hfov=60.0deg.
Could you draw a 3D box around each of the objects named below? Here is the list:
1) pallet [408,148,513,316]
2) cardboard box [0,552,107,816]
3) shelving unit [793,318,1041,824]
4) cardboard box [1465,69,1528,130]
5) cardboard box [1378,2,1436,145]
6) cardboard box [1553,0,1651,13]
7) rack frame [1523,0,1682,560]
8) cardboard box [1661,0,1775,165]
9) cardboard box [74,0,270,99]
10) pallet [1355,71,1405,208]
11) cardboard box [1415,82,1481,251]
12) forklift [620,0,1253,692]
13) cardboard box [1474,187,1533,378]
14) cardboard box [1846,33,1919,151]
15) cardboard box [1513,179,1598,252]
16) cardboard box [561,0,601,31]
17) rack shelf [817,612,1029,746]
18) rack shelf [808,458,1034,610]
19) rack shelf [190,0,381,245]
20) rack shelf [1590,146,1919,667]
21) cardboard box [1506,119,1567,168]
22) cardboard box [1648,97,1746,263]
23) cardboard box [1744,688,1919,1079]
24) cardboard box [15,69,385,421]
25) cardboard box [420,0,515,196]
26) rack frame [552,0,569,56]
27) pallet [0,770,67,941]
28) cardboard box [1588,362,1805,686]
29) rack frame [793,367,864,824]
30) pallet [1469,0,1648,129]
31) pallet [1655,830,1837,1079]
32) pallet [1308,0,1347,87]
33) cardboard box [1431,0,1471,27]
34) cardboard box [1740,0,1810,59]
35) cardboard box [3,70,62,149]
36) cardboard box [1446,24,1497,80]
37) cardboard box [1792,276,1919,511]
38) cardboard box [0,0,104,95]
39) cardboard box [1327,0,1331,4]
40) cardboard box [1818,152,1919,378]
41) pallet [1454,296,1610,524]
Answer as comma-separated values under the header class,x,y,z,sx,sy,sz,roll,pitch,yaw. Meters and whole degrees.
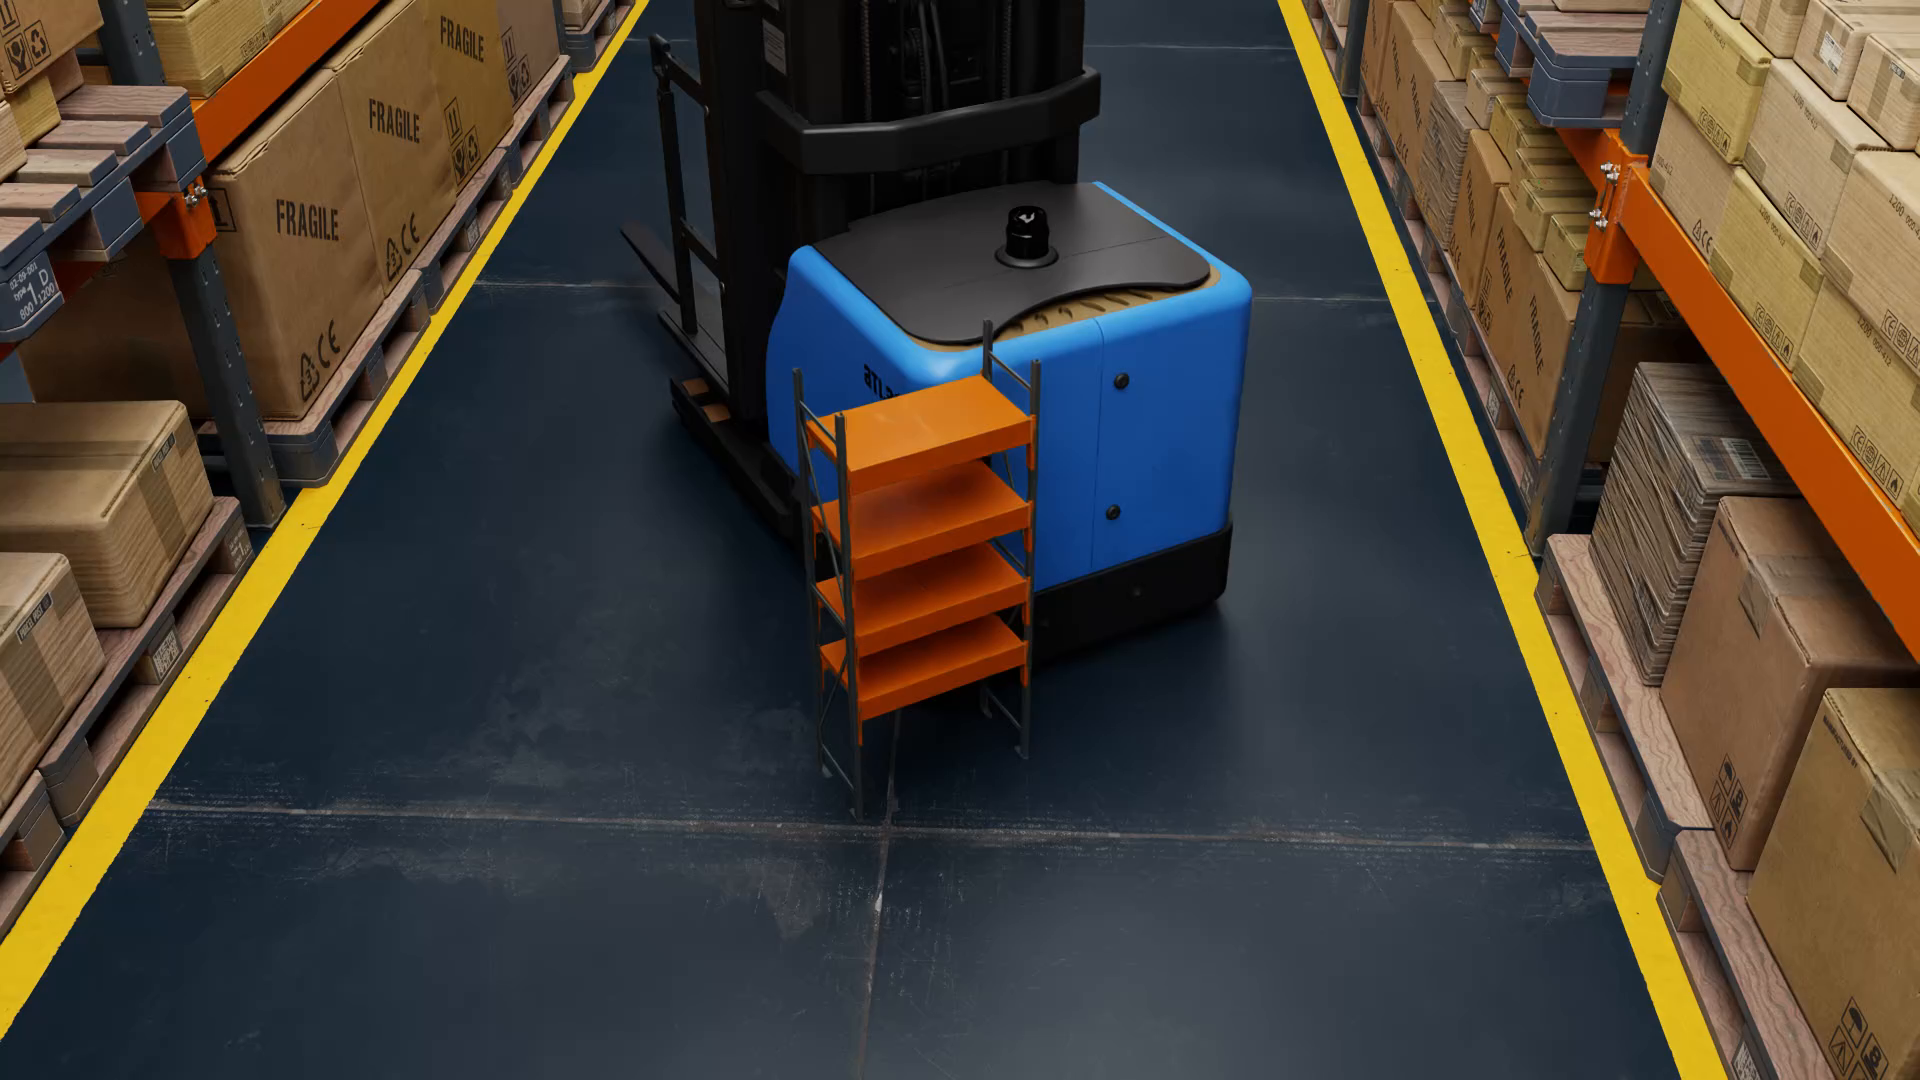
class,x,y,z,sx,sy,sz,roll,pitch,yaw
pallet,-2.523,-1.312,6.933,1.003,0.211,1.213,1,35,2
cardboard box,-2.736,0.349,4.064,0.950,0.372,0.625,1,35,1
shelving unit,-0.095,0.100,4.064,0.503,1.200,0.258,-18,39,-23
cardboard box,2.126,-1.655,6.241,0.380,0.149,0.250,0,35,0
cardboard box,2.183,-2.058,7.379,0.500,0.500,0.500,1,35,1
cardboard box,1.921,-1.645,4.836,0.380,0.149,0.250,2,35,3
rack frame,2.278,-1.190,4.335,1.000,3.000,0.127,1,35,2
cardboard box,1.992,-1.085,3.880,0.500,0.250,0.500,1,35,2
cardboard box,-2.410,-1.517,4.930,0.500,0.250,0.500,1,35,1
pallet,2.444,-1.879,7.740,1.003,0.211,1.213,1,35,2
cardboard box,2.132,-1.474,6.547,0.500,0.500,0.500,0,35,0
forklift,-0.352,-1.612,4.994,1.130,2.935,3.031,-17,39,-23
cardboard box,2.111,-0.874,5.694,0.500,0.500,0.500,1,35,1
cardboard box,1.979,-0.868,3.225,0.380,0.149,0.250,2,35,2
cardboard box,2.025,-1.052,5.382,0.380,0.149,0.250,0,35,-1
cardboard box,-2.388,-3.082,8.890,0.875,0.438,0.875,1,35,1
rack shelf,-0.095,0.318,4.216,0.480,0.148,0.258,-18,39,-23
rack shelf,-0.095,-0.028,3.974,0.480,0.148,0.258,-18,39,-23
rack shelf,-2.601,-2.157,6.337,1.077,0.370,4.000,1,35,2
rack shelf,2.198,0.253,2.906,1.077,0.370,4.000,1,35,2
cardboard box,2.136,-1.353,5.810,0.380,0.149,0.250,2,35,3
cardboard box,2.016,-0.879,4.023,0.500,0.250,0.500,1,35,2
cardboard box,2.194,0.730,3.302,0.875,0.625,0.625,0,35,0
cardboard box,-2.571,-1.000,5.547,0.875,0.875,0.875,1,35,1
cardboard box,-2.494,-2.026,7.007,0.875,0.875,0.875,2,35,3
rack frame,-2.521,-3.601,7.765,1.000,3.000,0.127,1,35,2
pallet,-2.766,0.986,3.663,1.003,0.211,1.213,1,35,2
cardboard box,2.240,-0.032,4.387,0.875,0.625,0.625,2,35,3
rack frame,-0.309,0.168,3.968,0.015,1.200,0.240,-18,39,-23
pallet,2.236,-1.503,4.946,1.213,0.211,1.003,1,35,2
pallet,2.155,1.122,3.470,1.003,0.211,1.213,1,35,2
pallet,2.468,-2.742,8.968,1.003,0.211,1.213,1,35,2
cardboard box,2.229,-2.236,7.068,0.380,0.149,0.250,1,35,1
cardboard box,1.962,-1.167,3.650,0.380,0.149,0.250,2,35,3
cardboard box,-2.398,-1.022,3.949,0.380,0.149,0.250,2,35,3
cardboard box,2.169,-1.951,6.662,0.380,0.149,0.250,3,35,4
cardboard box,1.978,-0.294,3.191,0.500,0.250,0.500,0,35,0
cardboard box,-2.422,-1.369,3.879,0.500,0.500,0.500,0,35,1
cardboard box,2.182,-3.073,9.027,0.396,0.266,0.258,3,35,4
cardboard box,1.956,-0.496,3.043,0.500,0.250,0.500,0,35,1
pallet,2.346,-0.477,5.746,1.003,0.211,1.213,1,35,2
